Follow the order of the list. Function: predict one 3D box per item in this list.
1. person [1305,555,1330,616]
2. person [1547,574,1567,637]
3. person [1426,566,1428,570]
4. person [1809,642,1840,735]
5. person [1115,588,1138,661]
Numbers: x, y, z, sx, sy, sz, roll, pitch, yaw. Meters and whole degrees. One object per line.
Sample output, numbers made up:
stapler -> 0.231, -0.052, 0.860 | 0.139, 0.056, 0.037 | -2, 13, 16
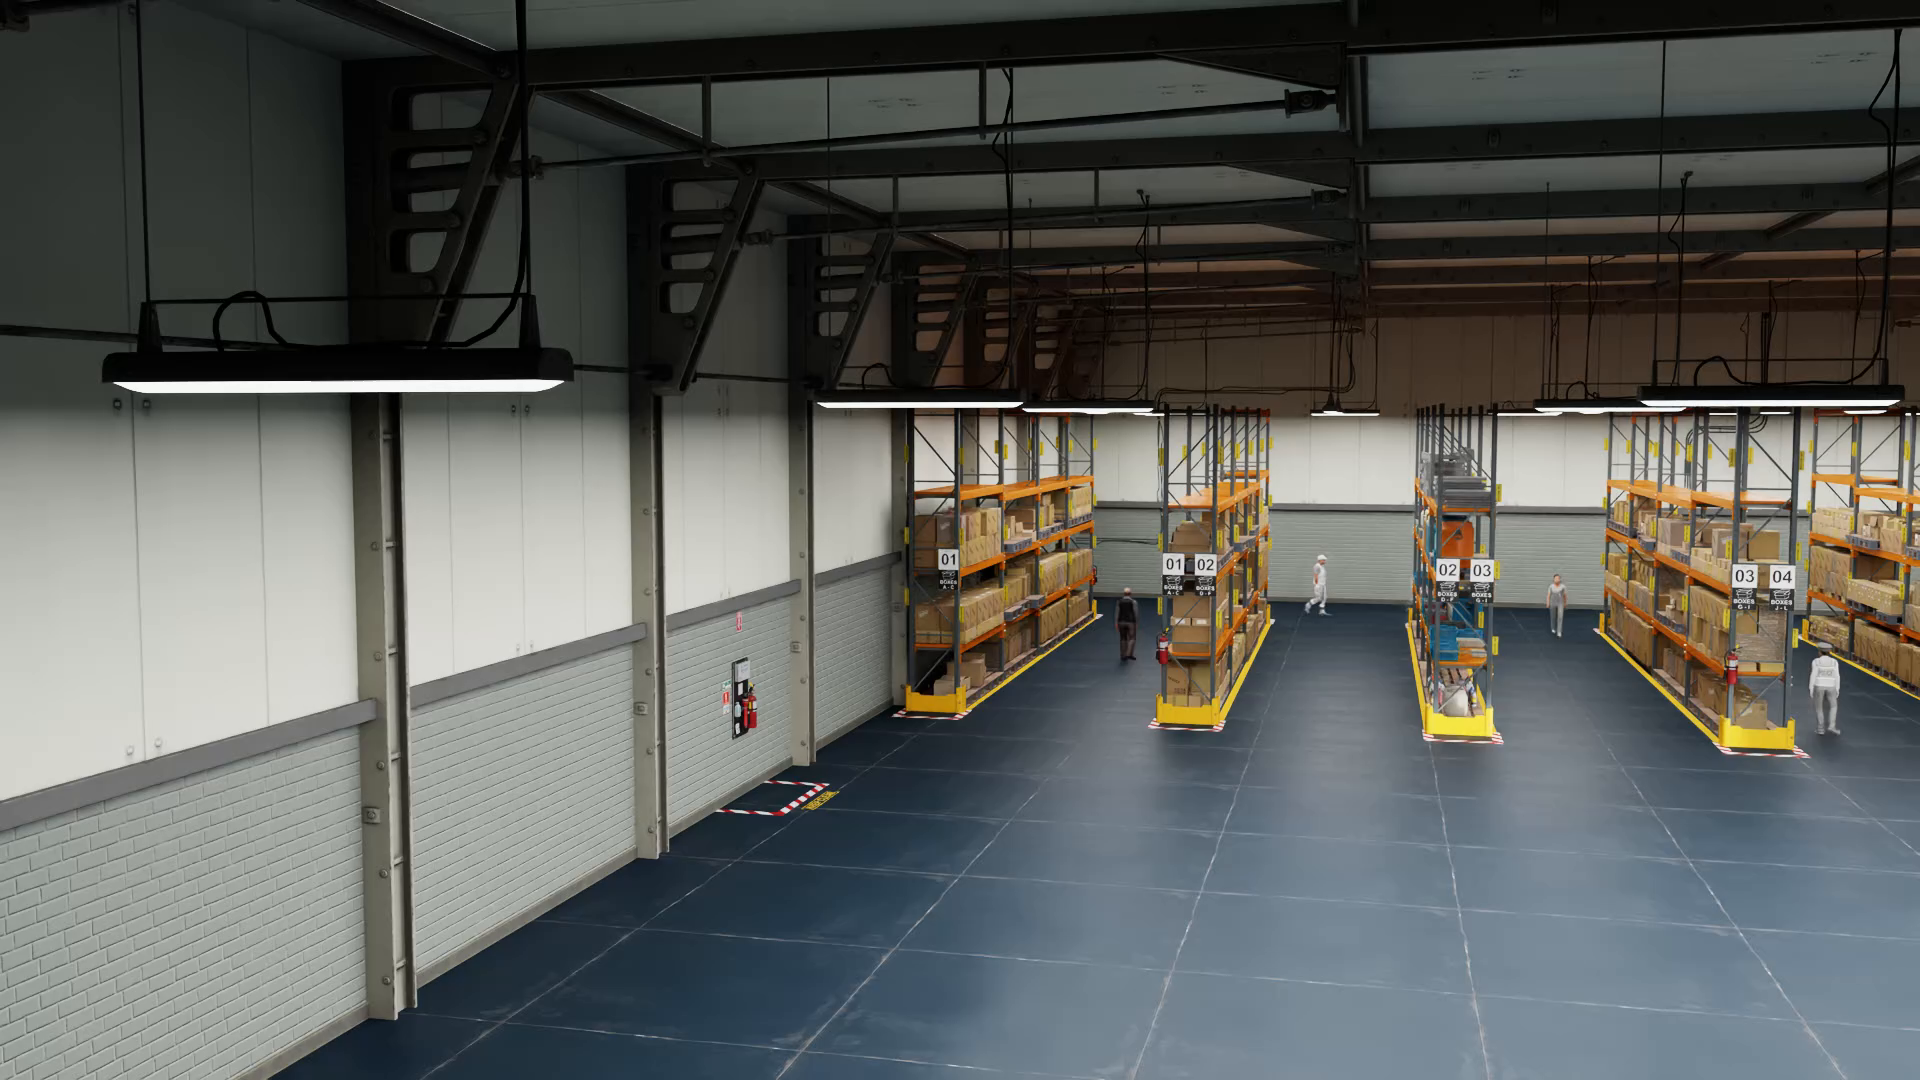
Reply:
person -> 10.379, 1.317, 48.212 | 0.687, 1.782, 0.613 | 3, 5, 34
person -> 15.725, 1.705, 43.821 | 0.514, 1.603, 1.060 | 1, 4, 17
person -> 13.856, 1.270, 49.060 | 0.657, 1.738, 0.586 | 2, 5, 27
person -> 15.650, 2.702, 30.094 | 0.512, 1.674, 0.516 | 1, 4, 15
person -> 3.936, 2.000, 39.355 | 0.565, 1.722, 0.545 | 2, 4, 20
